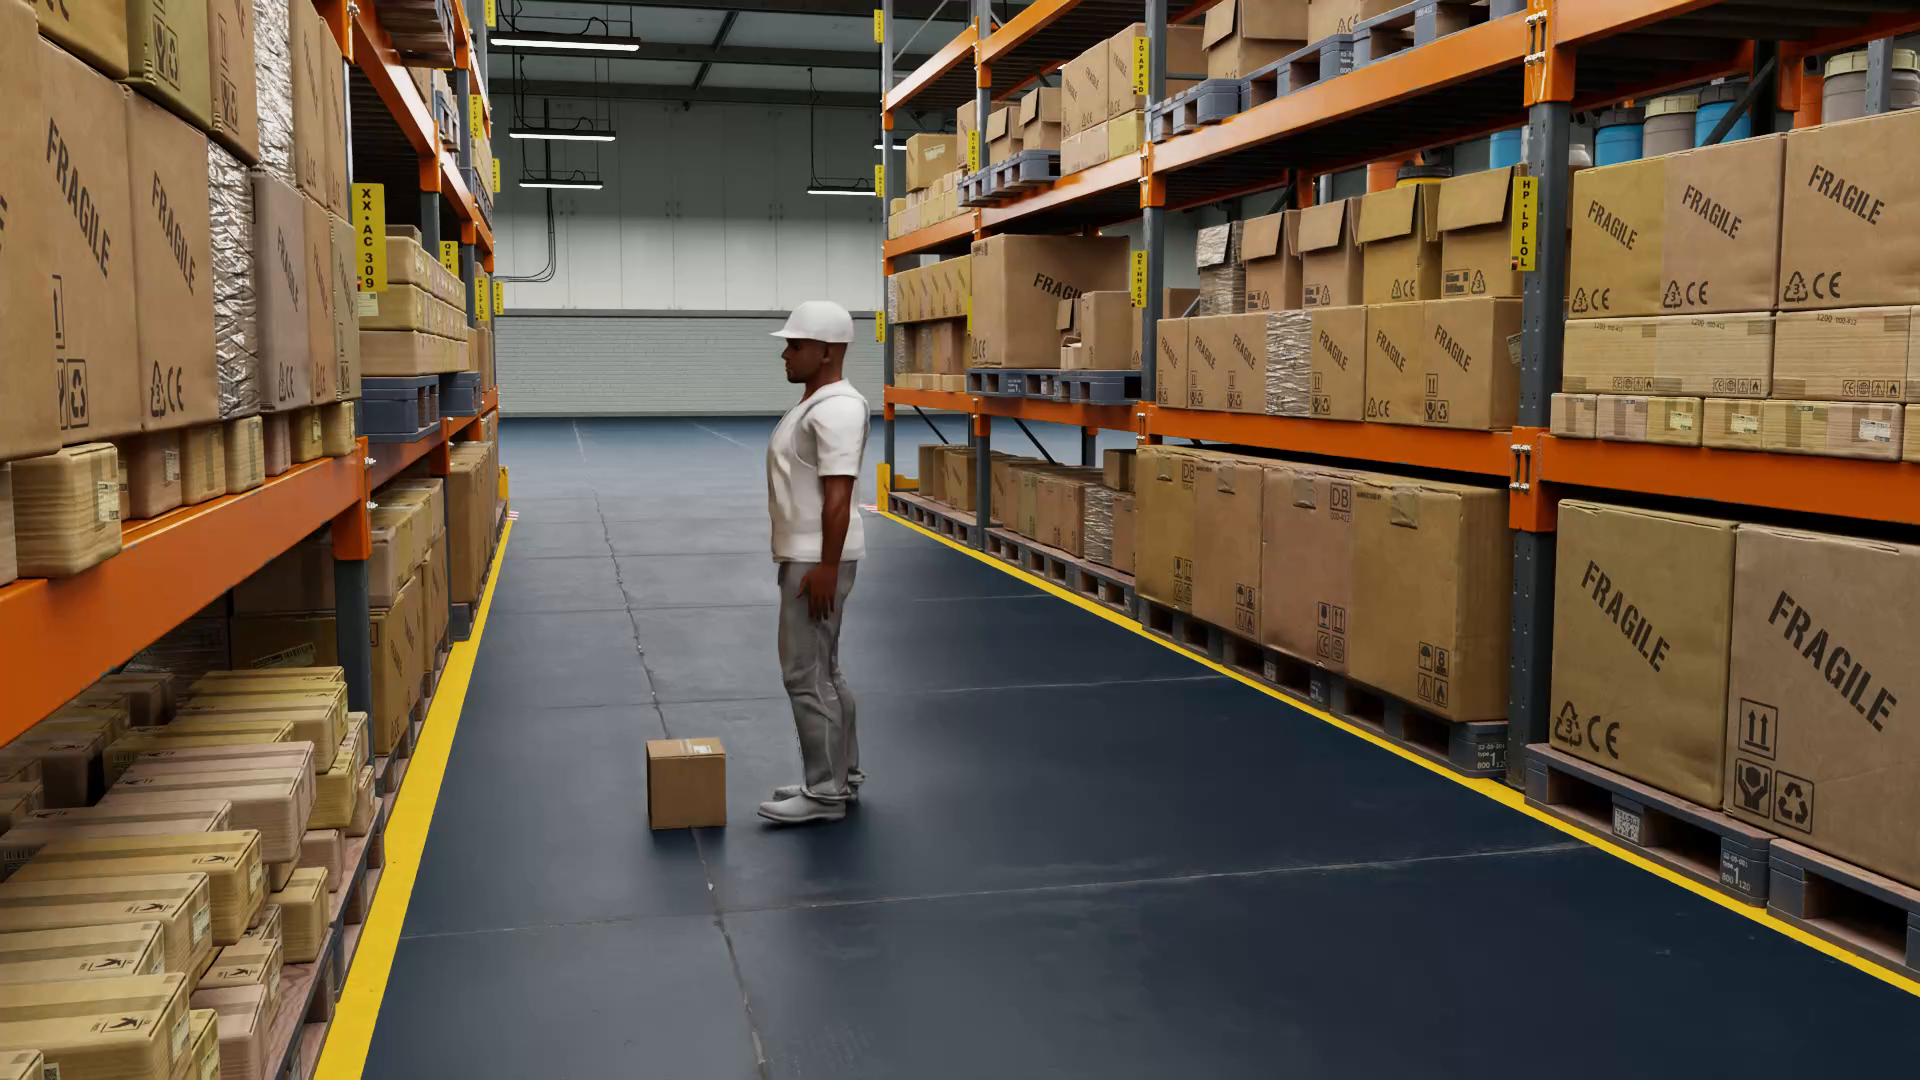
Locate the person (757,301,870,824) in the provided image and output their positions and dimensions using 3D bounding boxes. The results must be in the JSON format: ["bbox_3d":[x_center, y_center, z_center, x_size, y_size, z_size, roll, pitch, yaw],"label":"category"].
[{"bbox_3d":[-0.513,0.072,5.699,0.411,1.764,0.565,-1,6,-12],"label":"person"}]
